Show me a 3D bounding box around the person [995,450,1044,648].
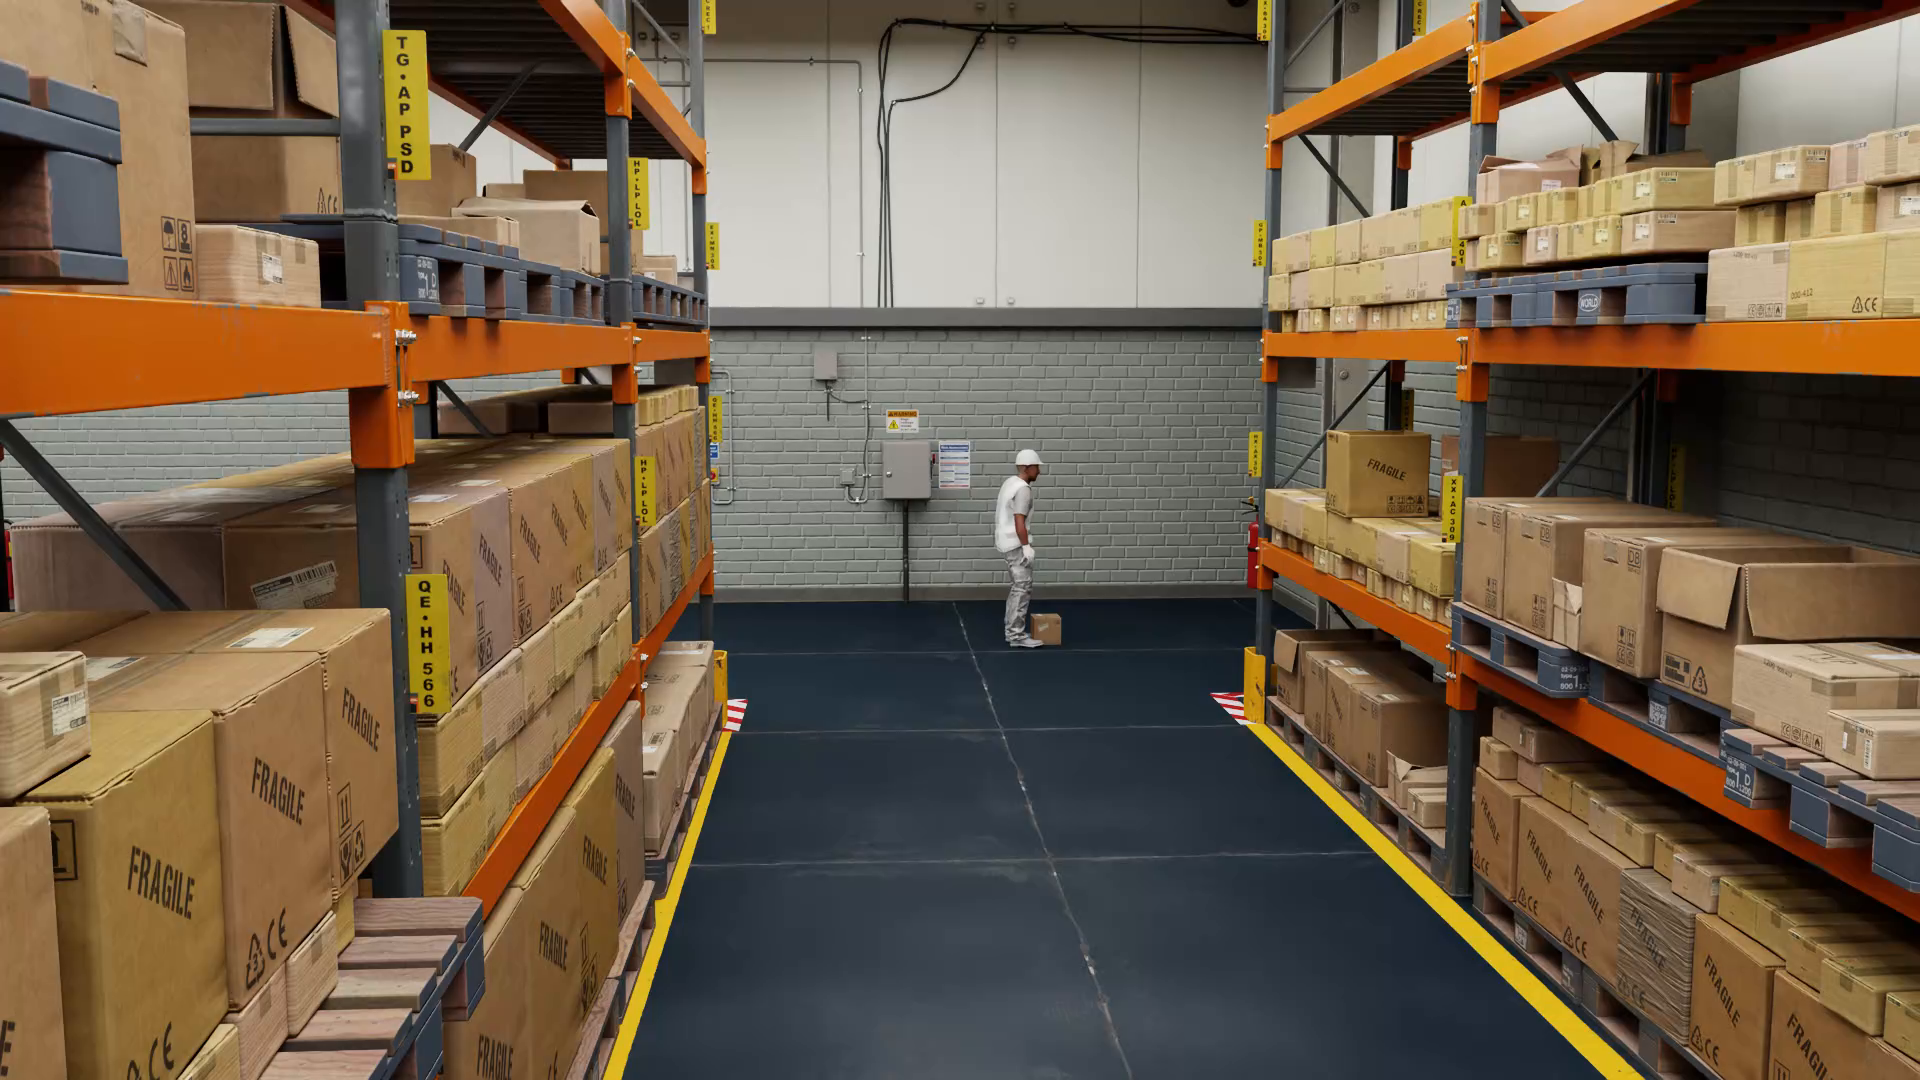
[{"bbox_3d":[0.553,0.066,15.139,0.450,1.773,0.622,-1,7,-7],"label":"person"}]
